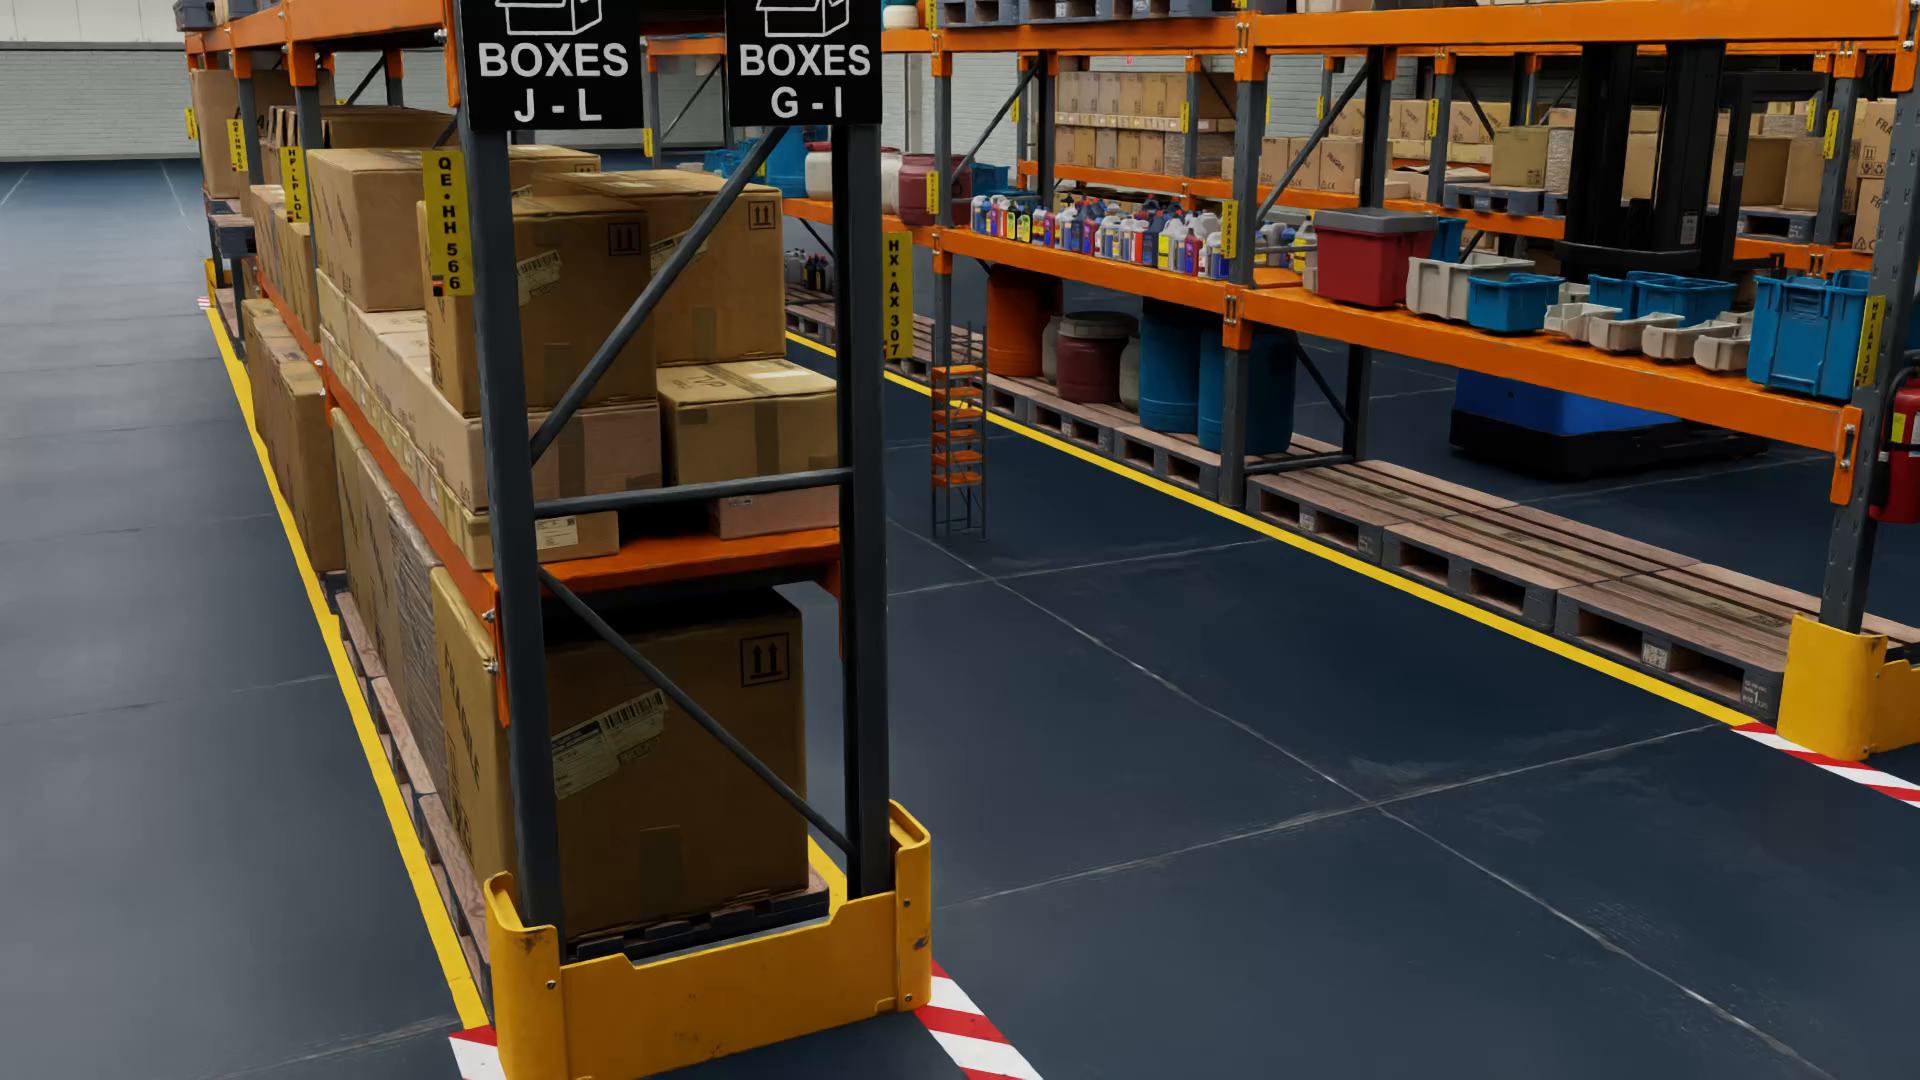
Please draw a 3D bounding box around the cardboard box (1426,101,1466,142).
[{"bbox_3d":[6.511,-5.511,21.892,0.500,0.500,0.500,-8,18,-26],"label":"cardboard box"}]

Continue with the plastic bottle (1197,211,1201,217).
[{"bbox_3d":[1.636,-2.121,11.436,0.097,0.271,0.097,0,16,0],"label":"plastic bottle"}]

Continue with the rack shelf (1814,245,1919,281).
[{"bbox_3d":[7.360,-1.459,10.200,1.077,0.370,4.000,-8,18,-25],"label":"rack shelf"}]

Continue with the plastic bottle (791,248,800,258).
[{"bbox_3d":[-1.806,-3.073,18.527,0.144,0.351,0.185,-7,17,-23],"label":"plastic bottle"}]

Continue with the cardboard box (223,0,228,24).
[{"bbox_3d":[-4.604,-3.554,11.031,0.500,0.250,0.500,-8,18,-25],"label":"cardboard box"}]

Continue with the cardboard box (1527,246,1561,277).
[{"bbox_3d":[5.381,-2.446,14.709,0.500,0.250,0.500,-7,17,-23],"label":"cardboard box"}]

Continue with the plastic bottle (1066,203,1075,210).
[{"bbox_3d":[0.872,-2.519,12.952,0.097,0.201,0.097,0,16,0],"label":"plastic bottle"}]

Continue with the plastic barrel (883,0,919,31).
[{"bbox_3d":[-0.490,-4.357,13.808,0.301,0.262,0.301,0,16,0],"label":"plastic barrel"}]

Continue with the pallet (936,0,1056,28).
[{"bbox_3d":[0.525,-3.844,12.112,1.003,0.211,1.213,-8,18,-25],"label":"pallet"}]

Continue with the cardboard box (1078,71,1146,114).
[{"bbox_3d":[1.900,-5.562,20.663,0.700,0.500,0.500,-8,18,-25],"label":"cardboard box"}]

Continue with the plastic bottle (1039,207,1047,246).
[{"bbox_3d":[0.607,-2.225,11.800,0.097,0.271,0.097,0,16,0],"label":"plastic bottle"}]

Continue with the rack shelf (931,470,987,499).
[{"bbox_3d":[-0.006,-0.307,9.176,0.258,0.103,0.180,-8,18,-25],"label":"rack shelf"}]

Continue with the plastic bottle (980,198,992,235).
[{"bbox_3d":[0.203,-2.454,12.598,0.097,0.271,0.097,0,16,0],"label":"plastic bottle"}]

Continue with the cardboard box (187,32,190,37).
[{"bbox_3d":[-7.469,-5.172,16.668,0.500,0.250,0.500,-8,18,-26],"label":"cardboard box"}]

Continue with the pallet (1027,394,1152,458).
[{"bbox_3d":[1.191,-0.862,11.871,1.003,0.211,1.213,-8,18,-25],"label":"pallet"}]

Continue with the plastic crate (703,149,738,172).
[{"bbox_3d":[-2.739,-4.519,19.829,0.499,0.251,0.616,-8,18,-25],"label":"plastic crate"}]

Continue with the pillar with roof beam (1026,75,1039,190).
[{"bbox_3d":[-2.364,-11.145,31.774,9.100,9.000,0.400,-8,18,-25],"label":"pillar with roof beam"}]

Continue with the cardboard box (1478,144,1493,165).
[{"bbox_3d":[6.951,-4.902,21.130,0.500,0.250,0.500,-8,18,-25],"label":"cardboard box"}]

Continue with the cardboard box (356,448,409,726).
[{"bbox_3d":[-1.811,0.112,6.514,0.875,0.875,0.875,-8,18,-25],"label":"cardboard box"}]

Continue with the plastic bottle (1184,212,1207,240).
[{"bbox_3d":[1.463,-1.885,10.470,0.144,0.351,0.185,-8,18,-25],"label":"plastic bottle"}]

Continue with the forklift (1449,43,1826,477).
[{"bbox_3d":[4.878,-2.065,11.131,3.031,2.935,1.130,-8,18,-25],"label":"forklift"}]

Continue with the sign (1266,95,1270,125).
[{"bbox_3d":[3.463,-4.870,18.829,0.100,0.325,0.005,-8,18,-25],"label":"sign"}]

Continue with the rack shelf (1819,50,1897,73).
[{"bbox_3d":[10.059,-4.492,15.331,1.077,0.370,4.000,-8,18,-25],"label":"rack shelf"}]

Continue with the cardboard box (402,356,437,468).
[{"bbox_3d":[-1.343,-0.397,4.929,0.500,0.250,0.500,-8,18,-26],"label":"cardboard box"}]

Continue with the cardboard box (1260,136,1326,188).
[{"bbox_3d":[3.532,-4.009,17.602,0.500,0.500,0.500,-6,17,-21],"label":"cardboard box"}]

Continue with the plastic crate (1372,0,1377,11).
[{"bbox_3d":[2.487,-2.974,9.123,0.450,0.188,0.662,-8,18,-25],"label":"plastic crate"}]

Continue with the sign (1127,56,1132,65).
[{"bbox_3d":[3.172,-9.040,31.111,0.001,0.298,0.199,-8,18,-25],"label":"sign"}]

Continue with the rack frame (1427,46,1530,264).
[{"bbox_3d":[4.732,-3.292,15.285,1.000,3.000,0.127,-8,18,-25],"label":"rack frame"}]

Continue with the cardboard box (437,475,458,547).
[{"bbox_3d":[-1.238,-0.104,4.632,0.380,0.149,0.250,-7,18,-24],"label":"cardboard box"}]

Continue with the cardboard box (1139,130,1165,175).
[{"bbox_3d":[2.542,-4.571,19.561,0.700,0.500,0.500,-8,18,-25],"label":"cardboard box"}]

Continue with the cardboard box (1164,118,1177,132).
[{"bbox_3d":[2.561,-4.747,18.997,0.380,0.149,0.250,-8,18,-26],"label":"cardboard box"}]

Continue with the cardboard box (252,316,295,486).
[{"bbox_3d":[-3.508,-0.881,9.973,1.225,0.875,0.875,-8,18,-25],"label":"cardboard box"}]

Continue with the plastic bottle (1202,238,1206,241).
[{"bbox_3d":[1.510,-1.776,10.362,0.097,0.201,0.097,0,16,0],"label":"plastic bottle"}]

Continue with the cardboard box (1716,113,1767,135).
[{"bbox_3d":[8.699,-4.402,18.173,0.700,0.500,0.500,-10,19,-30],"label":"cardboard box"}]

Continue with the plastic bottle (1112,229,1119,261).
[{"bbox_3d":[1.051,-1.940,10.934,0.097,0.201,0.097,0,16,0],"label":"plastic bottle"}]

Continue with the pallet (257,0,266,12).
[{"bbox_3d":[-3.353,-3.017,9.230,1.003,0.211,1.213,-7,17,-22],"label":"pallet"}]

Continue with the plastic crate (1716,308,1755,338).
[{"bbox_3d":[3.607,-0.972,7.568,0.250,0.136,0.298,-8,18,-25],"label":"plastic crate"}]

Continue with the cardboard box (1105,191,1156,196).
[{"bbox_3d":[2.181,-4.173,21.219,0.500,0.500,0.500,-8,18,-25],"label":"cardboard box"}]

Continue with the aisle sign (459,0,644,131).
[{"bbox_3d":[-0.908,-1.308,3.657,0.394,0.787,0.004,-8,18,-25],"label":"aisle sign"}]

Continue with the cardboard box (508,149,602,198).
[{"bbox_3d":[-1.765,-1.329,6.817,0.500,0.500,0.500,-7,18,-24],"label":"cardboard box"}]

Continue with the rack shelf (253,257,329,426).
[{"bbox_3d":[-3.299,-1.254,9.488,1.077,0.370,4.000,-8,18,-25],"label":"rack shelf"}]

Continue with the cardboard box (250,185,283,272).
[{"bbox_3d":[-4.207,-1.991,10.568,0.500,0.500,0.500,-7,17,-23],"label":"cardboard box"}]

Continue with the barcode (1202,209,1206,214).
[{"bbox_3d":[2.717,-3.642,18.497,0.001,0.075,0.075,-8,18,-25],"label":"barcode"}]

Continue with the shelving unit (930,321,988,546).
[{"bbox_3d":[-0.006,-0.580,9.098,0.258,1.200,0.189,-8,18,-25],"label":"shelving unit"}]

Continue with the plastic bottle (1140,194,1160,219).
[{"bbox_3d":[1.371,-2.294,11.897,0.144,0.351,0.185,-8,18,-25],"label":"plastic bottle"}]

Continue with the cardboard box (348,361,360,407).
[{"bbox_3d":[-2.132,-0.611,6.398,0.380,0.149,0.250,-8,18,-26],"label":"cardboard box"}]

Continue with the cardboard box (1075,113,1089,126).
[{"bbox_3d":[1.659,-5.257,20.773,0.380,0.149,0.250,-8,18,-27],"label":"cardboard box"}]

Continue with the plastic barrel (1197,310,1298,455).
[{"bbox_3d":[1.807,-1.033,10.455,0.600,0.901,0.708,-8,18,-25],"label":"plastic barrel"}]

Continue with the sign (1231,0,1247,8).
[{"bbox_3d":[1.534,-3.083,9.101,0.100,0.325,0.005,-8,18,-25],"label":"sign"}]

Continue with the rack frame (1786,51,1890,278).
[{"bbox_3d":[9.183,-3.892,17.374,1.000,3.000,0.127,-8,18,-25],"label":"rack frame"}]

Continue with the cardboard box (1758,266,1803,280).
[{"bbox_3d":[8.821,-3.074,18.258,0.700,0.500,0.500,-7,18,-24],"label":"cardboard box"}]

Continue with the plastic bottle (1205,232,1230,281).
[{"bbox_3d":[1.567,-1.702,9.968,0.152,0.276,0.135,-8,18,-25],"label":"plastic bottle"}]

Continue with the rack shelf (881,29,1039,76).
[{"bbox_3d":[-0.599,-4.286,14.616,1.077,0.370,4.000,-8,18,-25],"label":"rack shelf"}]

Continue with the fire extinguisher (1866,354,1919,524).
[{"bbox_3d":[3.440,-0.402,6.030,0.296,0.674,0.183,-8,18,-25],"label":"fire extinguisher"}]

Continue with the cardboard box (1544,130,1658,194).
[{"bbox_3d":[5.338,-3.150,13.846,0.700,0.500,0.500,-4,17,-14],"label":"cardboard box"}]

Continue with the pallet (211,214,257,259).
[{"bbox_3d":[-4.583,-2.168,11.714,1.213,0.211,1.003,-8,18,-25],"label":"pallet"}]
